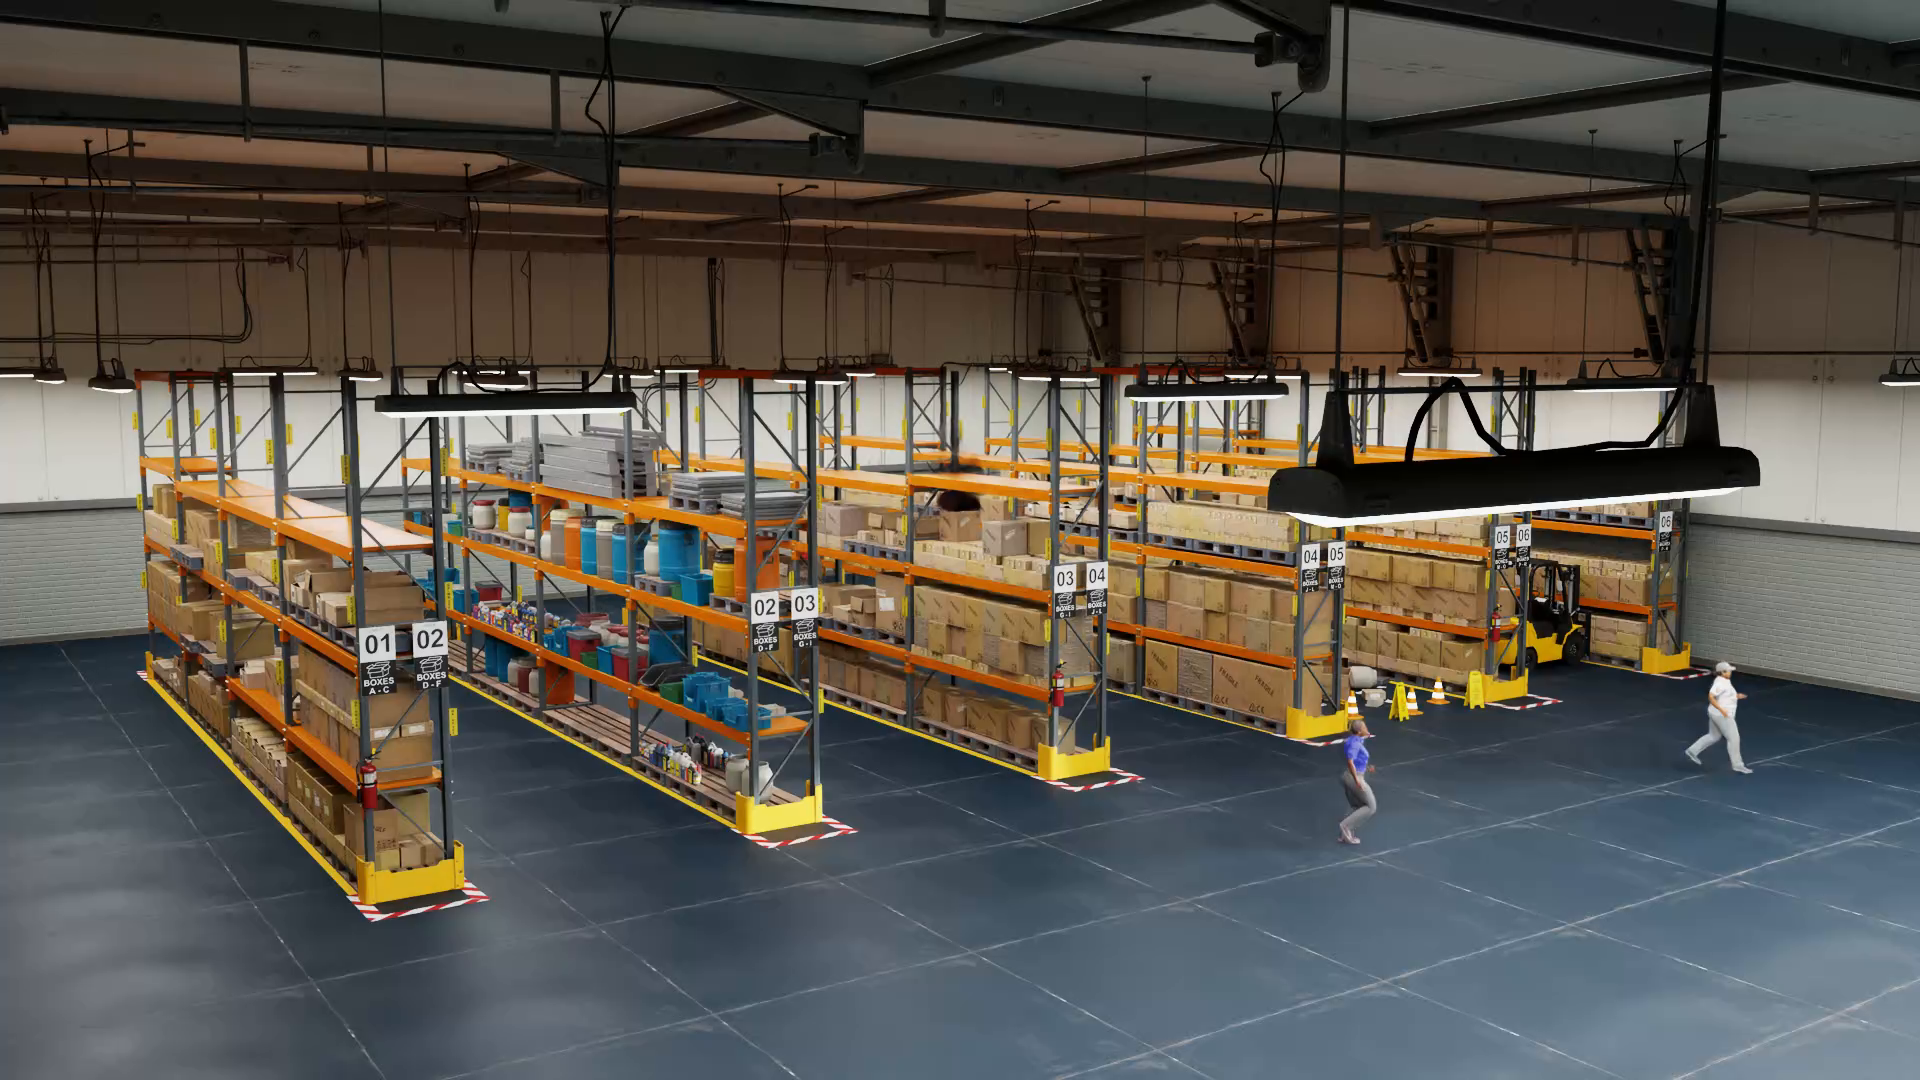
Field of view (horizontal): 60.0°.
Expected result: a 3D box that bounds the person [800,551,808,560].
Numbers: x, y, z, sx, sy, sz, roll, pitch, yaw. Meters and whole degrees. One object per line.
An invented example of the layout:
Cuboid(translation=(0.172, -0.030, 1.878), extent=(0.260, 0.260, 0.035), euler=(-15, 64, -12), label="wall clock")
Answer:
Cuboid(translation=(-3.877, 0.909, 41.220), extent=(0.718, 1.690, 0.753), euler=(4, 8, 34), label="person")

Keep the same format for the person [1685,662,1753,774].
Cuboid(translation=(11.484, 2.659, 25.090), extent=(0.941, 1.657, 0.605), euler=(2, 7, 14), label="person")

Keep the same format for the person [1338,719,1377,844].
Cuboid(translation=(5.136, 3.112, 21.454), extent=(0.544, 1.622, 0.588), euler=(-1, 6, -5), label="person")
